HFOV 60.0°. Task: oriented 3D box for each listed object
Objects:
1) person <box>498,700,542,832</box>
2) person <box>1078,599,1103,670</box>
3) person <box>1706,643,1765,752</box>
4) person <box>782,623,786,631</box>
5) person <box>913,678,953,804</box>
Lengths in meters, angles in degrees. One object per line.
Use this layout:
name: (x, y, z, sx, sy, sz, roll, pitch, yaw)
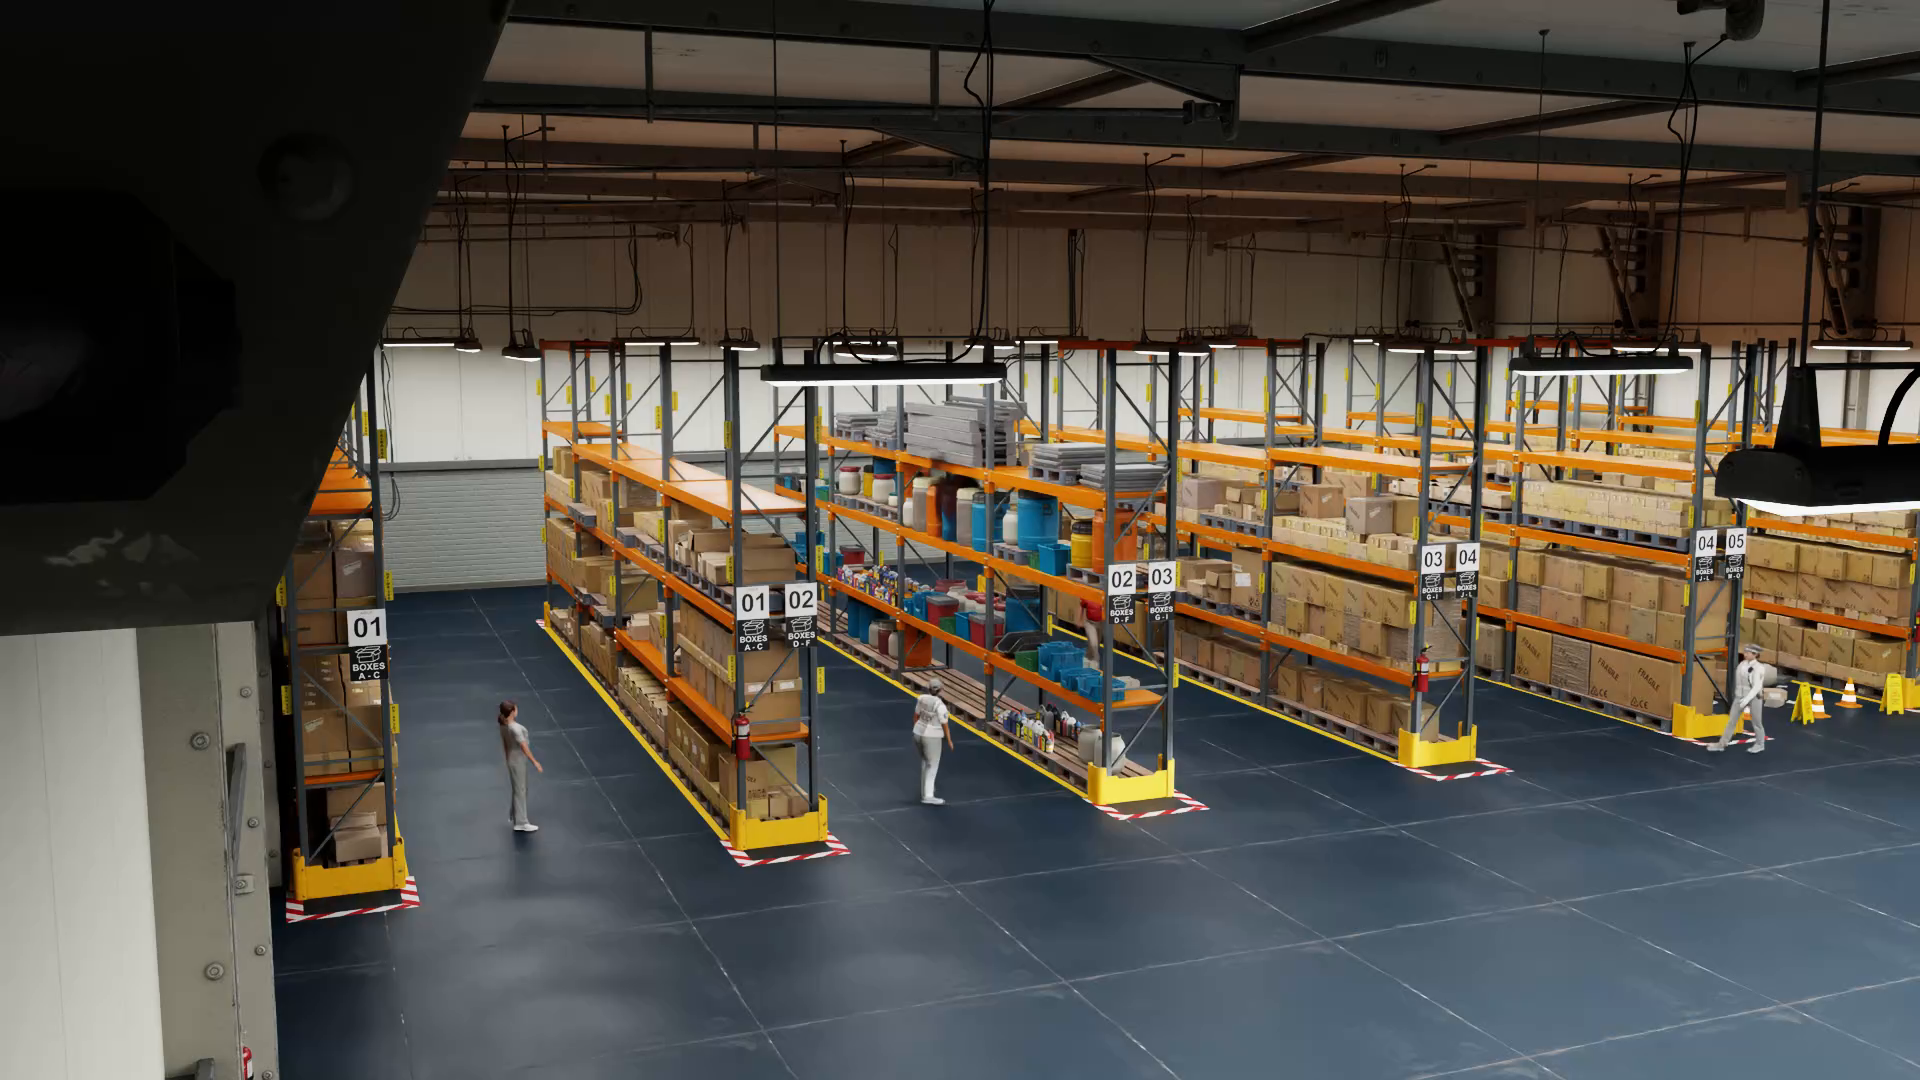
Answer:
person: (-5.517, 2.832, 20.848, 0.521, 1.698, 0.544, -2, 8, -17)
person: (2.509, 1.587, 30.232, 0.523, 1.714, 0.985, -3, 8, -22)
person: (11.479, 2.331, 24.412, 0.905, 1.648, 0.503, -4, 9, -30)
person: (-3.201, 1.397, 31.517, 0.570, 1.627, 1.029, -2, 8, -12)
person: (-0.389, 2.651, 22.177, 0.566, 1.672, 0.681, -5, 9, -35)
